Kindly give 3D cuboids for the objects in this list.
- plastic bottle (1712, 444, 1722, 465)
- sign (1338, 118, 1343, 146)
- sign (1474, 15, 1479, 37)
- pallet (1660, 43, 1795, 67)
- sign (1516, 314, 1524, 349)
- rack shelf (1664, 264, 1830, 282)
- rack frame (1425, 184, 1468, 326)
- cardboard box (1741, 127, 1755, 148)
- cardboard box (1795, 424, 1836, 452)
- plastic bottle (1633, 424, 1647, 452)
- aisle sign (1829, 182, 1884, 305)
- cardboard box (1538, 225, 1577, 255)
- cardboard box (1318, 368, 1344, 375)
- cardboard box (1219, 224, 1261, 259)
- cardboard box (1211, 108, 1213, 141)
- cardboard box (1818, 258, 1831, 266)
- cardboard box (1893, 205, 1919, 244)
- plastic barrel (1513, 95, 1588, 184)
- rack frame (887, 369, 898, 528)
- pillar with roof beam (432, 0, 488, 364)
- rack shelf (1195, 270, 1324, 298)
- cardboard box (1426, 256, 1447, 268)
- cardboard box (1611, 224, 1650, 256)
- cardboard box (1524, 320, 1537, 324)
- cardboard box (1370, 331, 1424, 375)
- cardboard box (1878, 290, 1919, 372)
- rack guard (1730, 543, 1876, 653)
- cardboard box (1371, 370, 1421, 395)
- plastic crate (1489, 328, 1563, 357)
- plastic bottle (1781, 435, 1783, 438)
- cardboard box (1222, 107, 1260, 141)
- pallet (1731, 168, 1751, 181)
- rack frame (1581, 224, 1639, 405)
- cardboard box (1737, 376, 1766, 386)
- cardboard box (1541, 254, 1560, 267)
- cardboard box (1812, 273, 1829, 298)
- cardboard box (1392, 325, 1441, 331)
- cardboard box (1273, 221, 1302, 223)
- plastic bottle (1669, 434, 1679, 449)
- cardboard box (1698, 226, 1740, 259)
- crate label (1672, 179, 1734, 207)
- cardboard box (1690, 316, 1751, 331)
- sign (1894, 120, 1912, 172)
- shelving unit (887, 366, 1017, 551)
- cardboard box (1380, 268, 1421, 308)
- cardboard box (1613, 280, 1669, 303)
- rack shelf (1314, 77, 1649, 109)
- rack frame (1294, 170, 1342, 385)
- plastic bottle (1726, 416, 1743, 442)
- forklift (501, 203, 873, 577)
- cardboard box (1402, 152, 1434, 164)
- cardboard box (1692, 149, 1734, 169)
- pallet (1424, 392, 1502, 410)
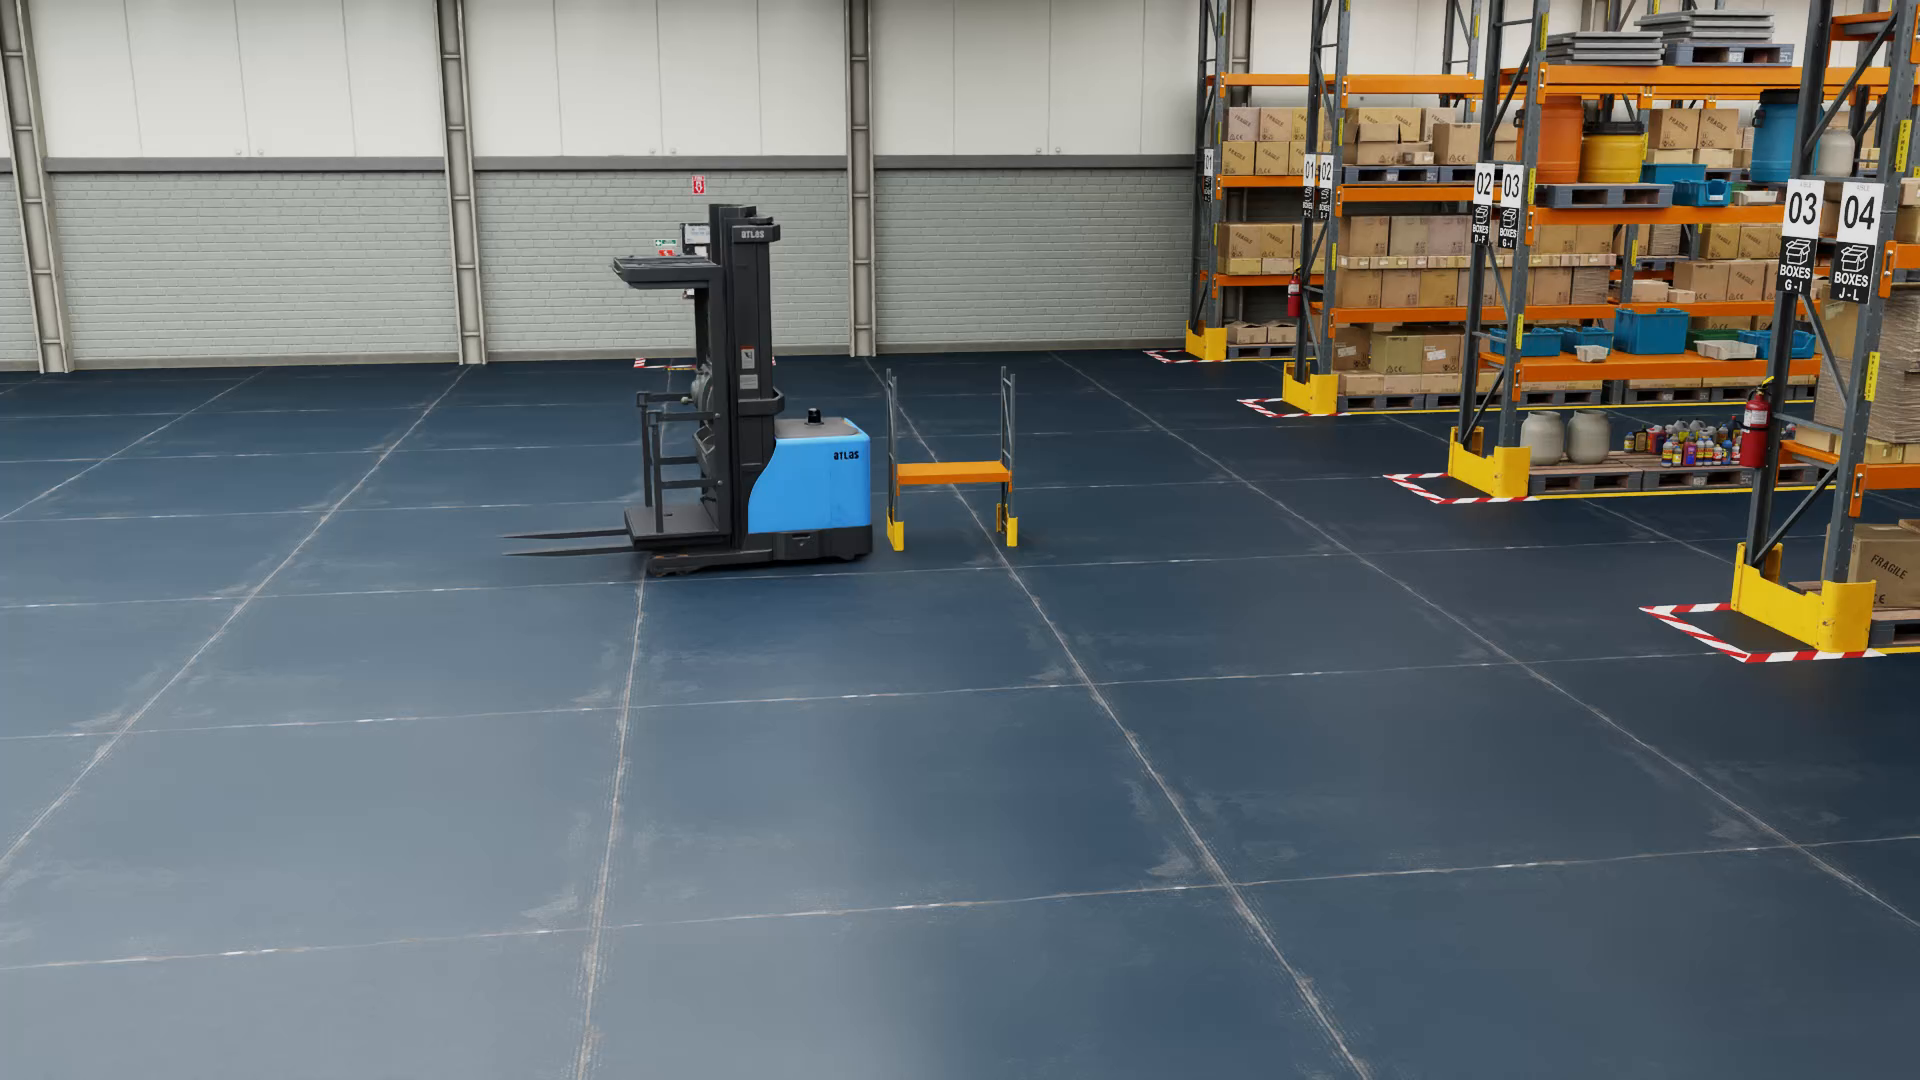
[{"bbox_3d":[7.672,-0.867,16.860,0.097,0.201,0.097,0,14,0],"label":"plastic bottle"},{"bbox_3d":[4.640,-4.975,20.269,0.005,0.325,0.100,-2,14,-8],"label":"sign"},{"bbox_3d":[7.839,-7.798,25.235,0.005,0.325,0.100,-2,14,-8],"label":"sign"},{"bbox_3d":[7.232,-4.688,16.126,1.213,0.211,1.003,-2,14,-8],"label":"pallet"},{"bbox_3d":[5.375,-2.002,15.969,0.005,0.325,0.100,-2,14,-8],"label":"sign"},{"bbox_3d":[13.710,-4.397,27.566,4.000,0.370,1.077,-2,14,-8],"label":"rack shelf"},{"bbox_3d":[7.777,-4.528,26.611,0.127,3.000,1.000,-2,14,-8],"label":"rack frame"},{"bbox_3d":[12.719,-6.453,27.011,0.500,0.500,0.700,-3,14,-11],"label":"cardboard box"},{"bbox_3d":[6.286,-0.747,12.050,0.250,0.149,0.380,-2,14,-8],"label":"cardboard box"},{"bbox_3d":[7.161,-1.077,17.528,0.133,0.283,0.061,-2,14,-7],"label":"plastic bottle"},{"bbox_3d":[6.018,-1.995,11.168,0.004,0.787,0.394,-2,14,-8],"label":"aisle sign"},{"bbox_3d":[7.581,-3.978,21.546,0.500,0.500,0.700,-2,14,-8],"label":"cardboard box"},{"bbox_3d":[5.049,-2.152,21.927,0.500,0.250,0.500,-2,14,-8],"label":"cardboard box"},{"bbox_3d":[4.338,-4.629,25.739,0.500,0.500,0.500,-2,14,-8],"label":"cardboard box"},{"bbox_3d":[4.209,-6.460,25.845,0.500,0.500,0.500,-1,14,-6],"label":"cardboard box"},{"bbox_3d":[14.132,-4.590,27.334,0.250,0.149,0.380,-2,14,-10],"label":"cardboard box"},{"bbox_3d":[6.550,-2.146,11.256,0.500,0.250,0.500,-2,14,-7],"label":"cardboard box"},{"bbox_3d":[5.759,-3.915,16.255,0.708,0.830,0.600,-2,14,-8],"label":"plastic barrel"},{"bbox_3d":[-0.587,-0.706,14.454,0.032,1.500,0.500,-2,14,-8],"label":"rack frame"},{"bbox_3d":[-6.840,-6.056,20.371,0.400,9.000,9.100,-2,14,-8],"label":"pillar with roof beam"},{"bbox_3d":[5.799,-4.107,26.410,4.000,0.370,1.077,-2,14,-8],"label":"rack shelf"},{"bbox_3d":[6.004,-3.555,21.193,0.250,0.149,0.380,-3,14,-10],"label":"cardboard box"},{"bbox_3d":[10.720,-4.889,26.940,0.500,0.500,0.700,-3,14,-14],"label":"cardboard box"},{"bbox_3d":[9.005,-3.591,27.107,0.500,0.500,0.700,-2,14,-9],"label":"cardboard box"},{"bbox_3d":[5.620,-2.410,21.413,0.500,0.500,0.500,-2,14,-8],"label":"cardboard box"},{"bbox_3d":[6.619,-1.441,11.429,0.500,0.500,0.500,-2,14,-8],"label":"cardboard box"},{"bbox_3d":[6.110,0.401,12.096,0.348,0.500,1.175,-2,14,-8],"label":"rack guard"},{"bbox_3d":[5.620,-2.047,21.506,0.500,0.250,0.500,-2,14,-8],"label":"cardboard box"},{"bbox_3d":[5.747,-2.018,16.909,0.616,0.251,0.499,-2,14,-8],"label":"plastic crate"},{"bbox_3d":[8.422,-0.973,17.128,0.135,0.276,0.152,-2,14,-8],"label":"plastic bottle"},{"bbox_3d":[4.238,-6.337,25.355,0.500,0.500,0.500,-3,14,-12],"label":"cardboard box"},{"bbox_3d":[10.710,-4.758,21.749,1.213,0.211,1.003,-1,14,-6],"label":"pallet"},{"bbox_3d":[8.518,-3.337,21.861,0.127,3.000,1.000,-2,14,-8],"label":"rack frame"},{"bbox_3d":[10.475,-2.218,22.187,0.500,0.250,0.500,-2,14,-7],"label":"cardboard box"},{"bbox_3d":[7.518,-3.610,21.412,0.250,0.149,0.380,-2,14,-8],"label":"cardboard box"},{"bbox_3d":[11.560,-3.453,22.506,0.500,0.311,0.500,-2,14,-9],"label":"cardboard box"},{"bbox_3d":[6.036,-2.556,21.996,0.500,0.500,0.500,-2,14,-8],"label":"cardboard box"},{"bbox_3d":[5.265,-4.788,26.372,0.500,0.500,0.500,-2,14,-10],"label":"cardboard box"},{"bbox_3d":[7.475,-1.007,17.417,0.097,0.201,0.097,0,14,0],"label":"plastic bottle"},{"bbox_3d":[12.250,-4.832,26.963,0.500,0.500,0.500,-2,14,-7],"label":"cardboard box"},{"bbox_3d":[7.197,-3.371,16.138,0.408,0.251,0.502,-2,14,-8],"label":"crate label"},{"bbox_3d":[12.479,-3.829,27.380,0.750,0.750,0.750,-2,14,-9],"label":"cardboard box"},{"bbox_3d":[6.116,-2.557,10.789,0.005,0.325,0.100,-2,14,-8],"label":"sign"},{"bbox_3d":[-0.075,-0.725,14.528,1.083,1.500,0.587,-2,14,-8],"label":"shelving unit"},{"bbox_3d":[5.545,-3.274,21.406,0.500,0.500,0.700,-2,14,-7],"label":"cardboard box"},{"bbox_3d":[8.999,-3.292,21.992,0.500,0.250,0.500,-1,14,-5],"label":"cardboard box"},{"bbox_3d":[6.541,-5.631,20.978,4.000,0.370,1.077,-2,14,-8],"label":"rack shelf"},{"bbox_3d":[4.563,-3.192,21.283,0.127,3.000,1.000,-2,14,-8],"label":"rack frame"},{"bbox_3d":[8.206,-1.137,17.632,0.185,0.351,0.144,-3,14,-11],"label":"plastic bottle"},{"bbox_3d":[-2.311,-1.266,13.746,3.031,2.935,1.130,-4,15,-15],"label":"forklift"},{"bbox_3d":[5.753,-4.797,20.881,0.250,0.149,0.380,-2,14,-8],"label":"cardboard box"},{"bbox_3d":[9.672,-4.963,21.625,0.500,0.250,0.500,-4,15,-14],"label":"cardboard box"},{"bbox_3d":[6.517,-1.921,21.946,1.213,0.211,1.003,-2,14,-8],"label":"pallet"}]
